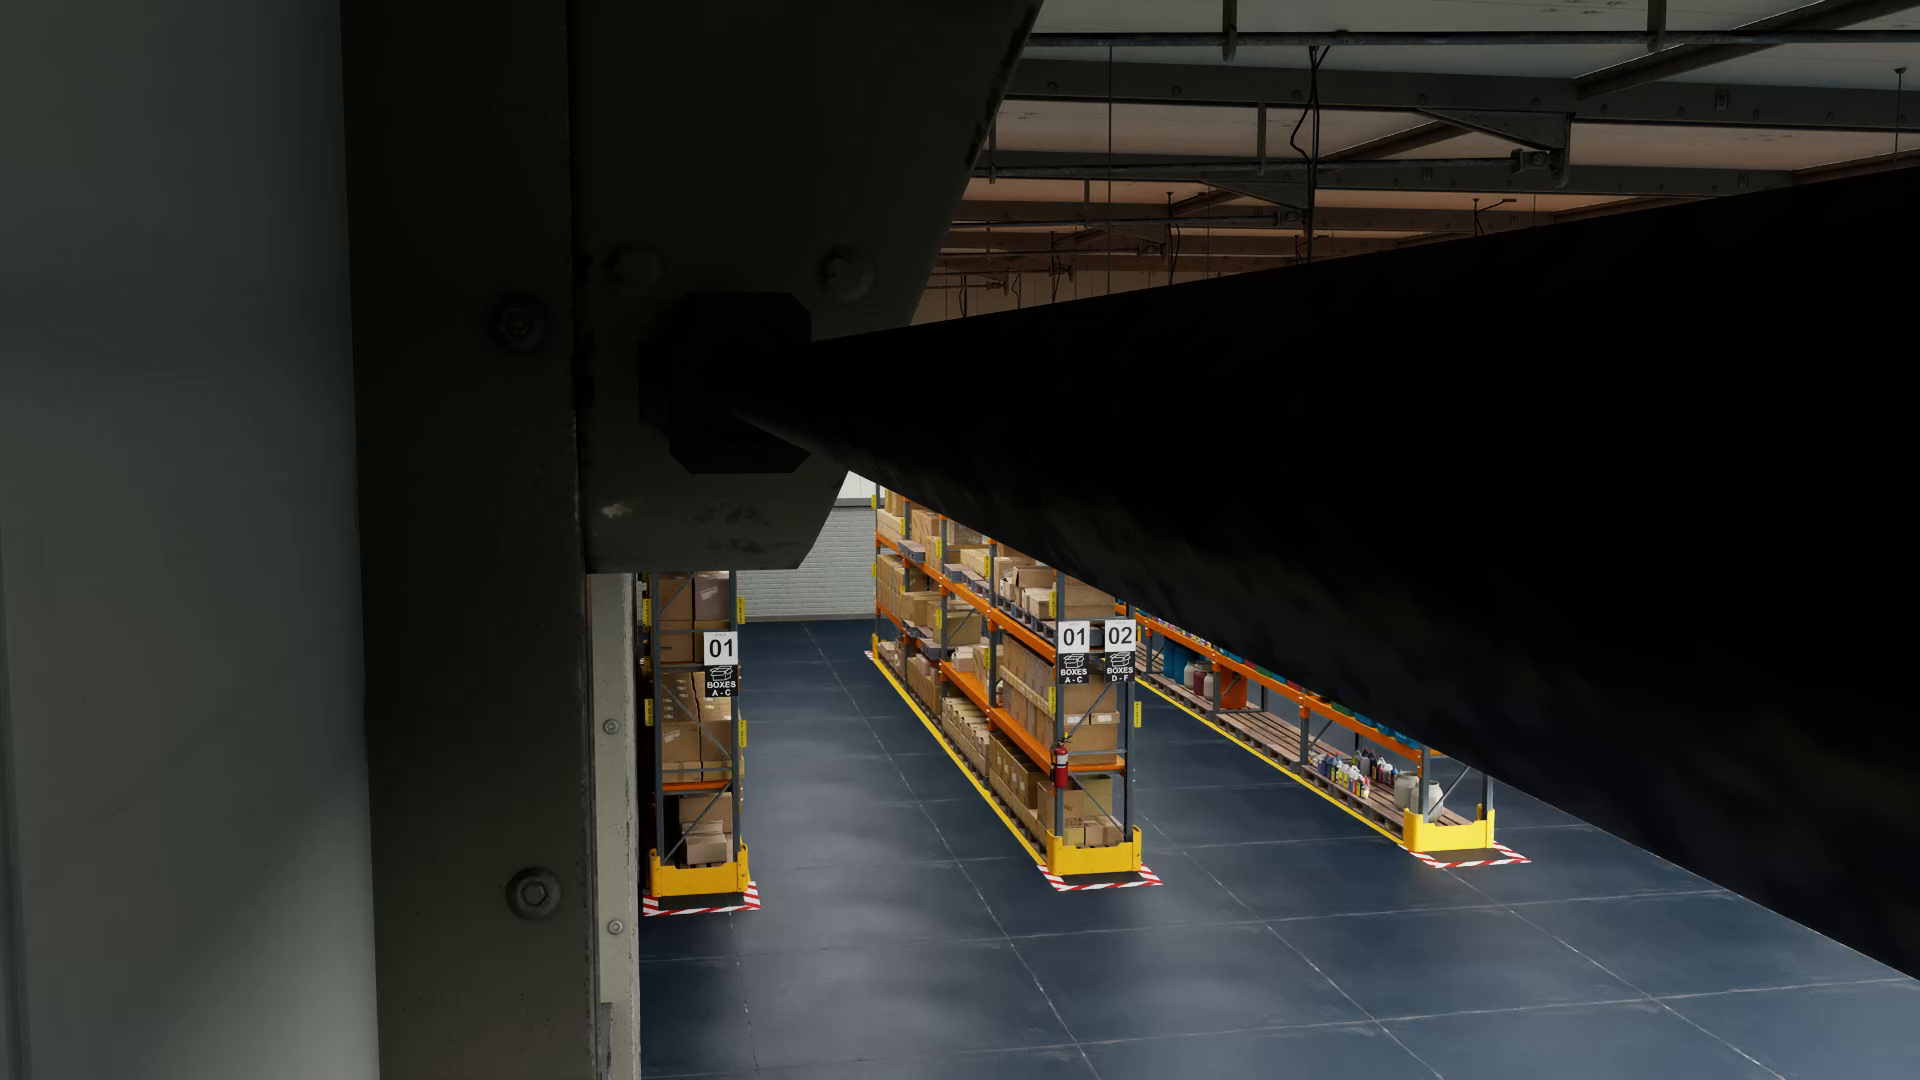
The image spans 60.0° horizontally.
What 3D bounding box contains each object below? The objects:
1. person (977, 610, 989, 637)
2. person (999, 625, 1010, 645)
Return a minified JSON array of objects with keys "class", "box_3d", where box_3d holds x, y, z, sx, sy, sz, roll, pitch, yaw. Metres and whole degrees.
[{"class":"person","box_3d":[0.493,1.775,36.649,0.629,1.710,0.816,-4,7,-35]},{"class":"person","box_3d":[0.991,1.877,34.695,0.682,1.783,0.925,-2,6,-19]}]
